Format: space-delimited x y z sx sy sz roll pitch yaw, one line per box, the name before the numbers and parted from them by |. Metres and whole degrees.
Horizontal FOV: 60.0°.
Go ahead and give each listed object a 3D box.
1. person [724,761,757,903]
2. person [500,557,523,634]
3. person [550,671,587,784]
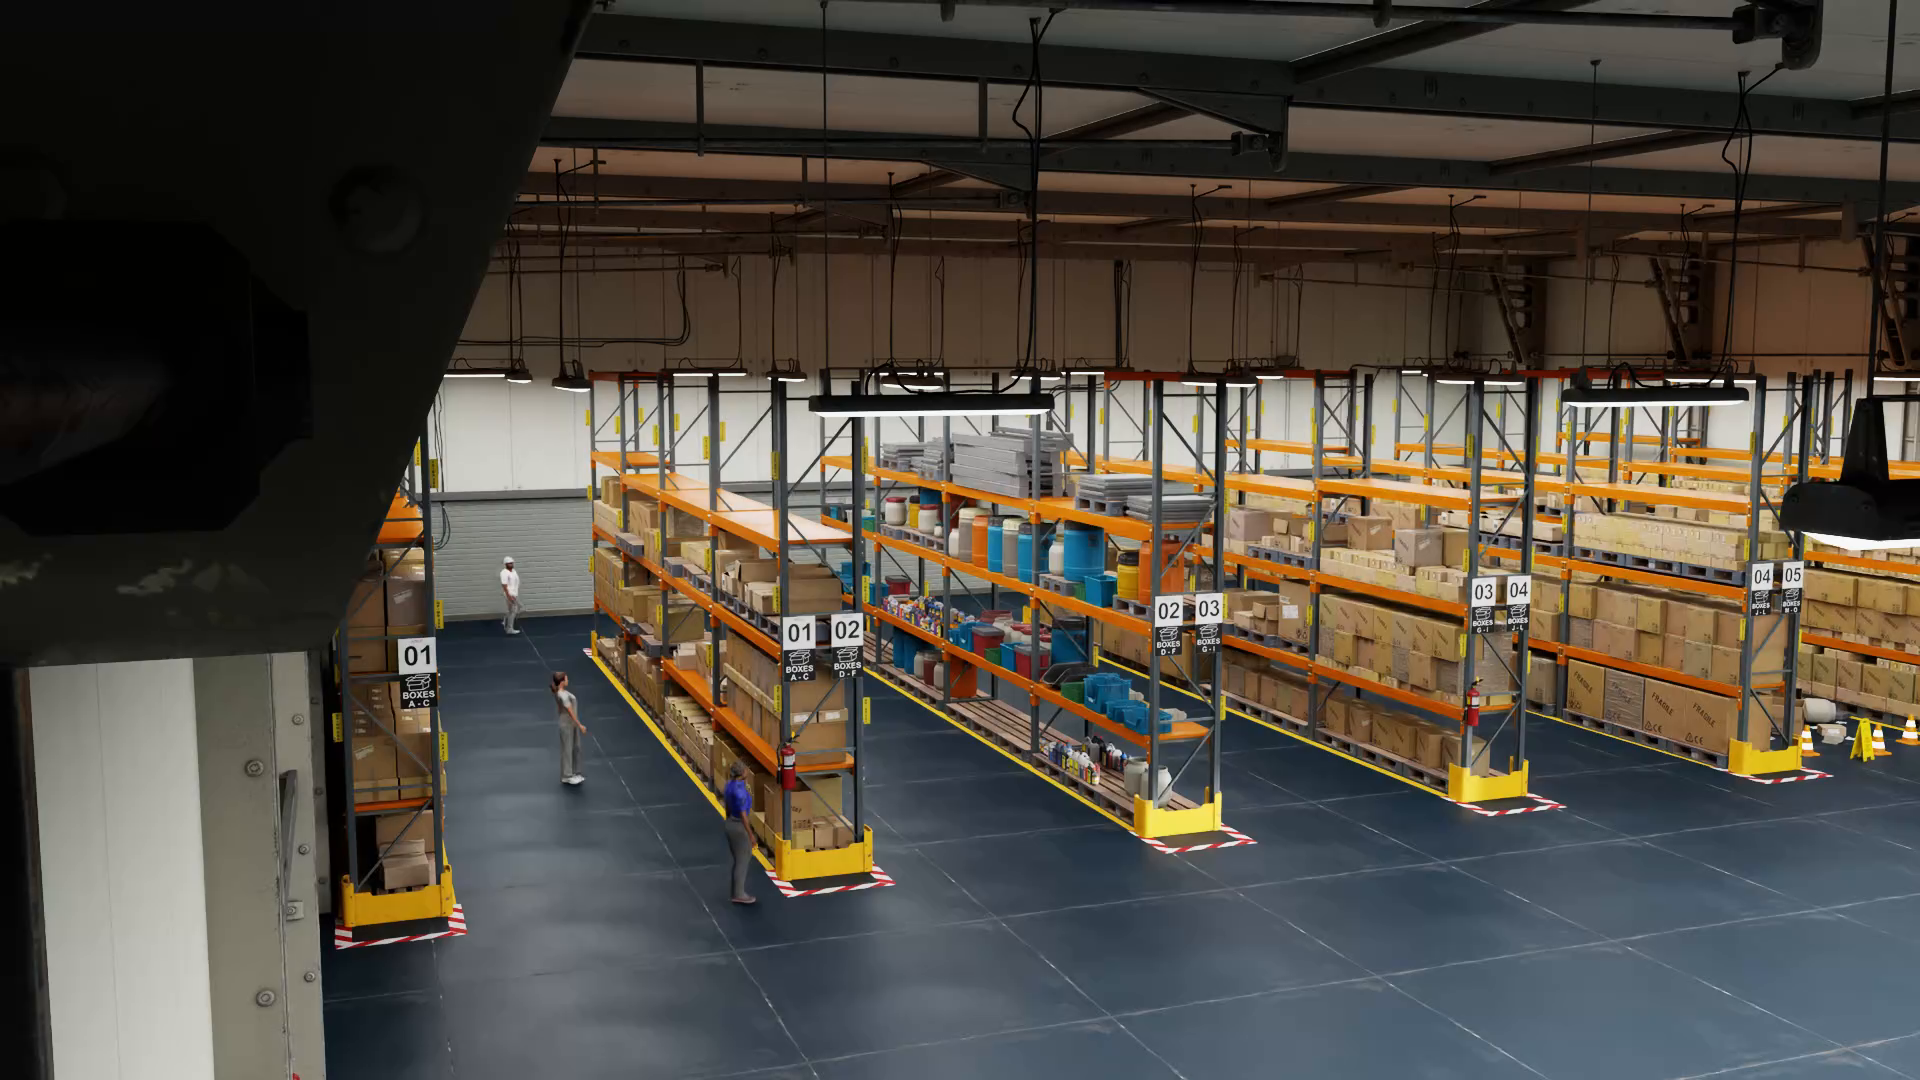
person | -2.551 3.398 19.283 0.355 1.718 0.506 -1 7 -13
person | -10.144 1.245 37.576 0.476 1.755 0.631 -1 6 -11
person | -5.757 2.778 24.573 0.538 1.710 0.476 0 6 2
